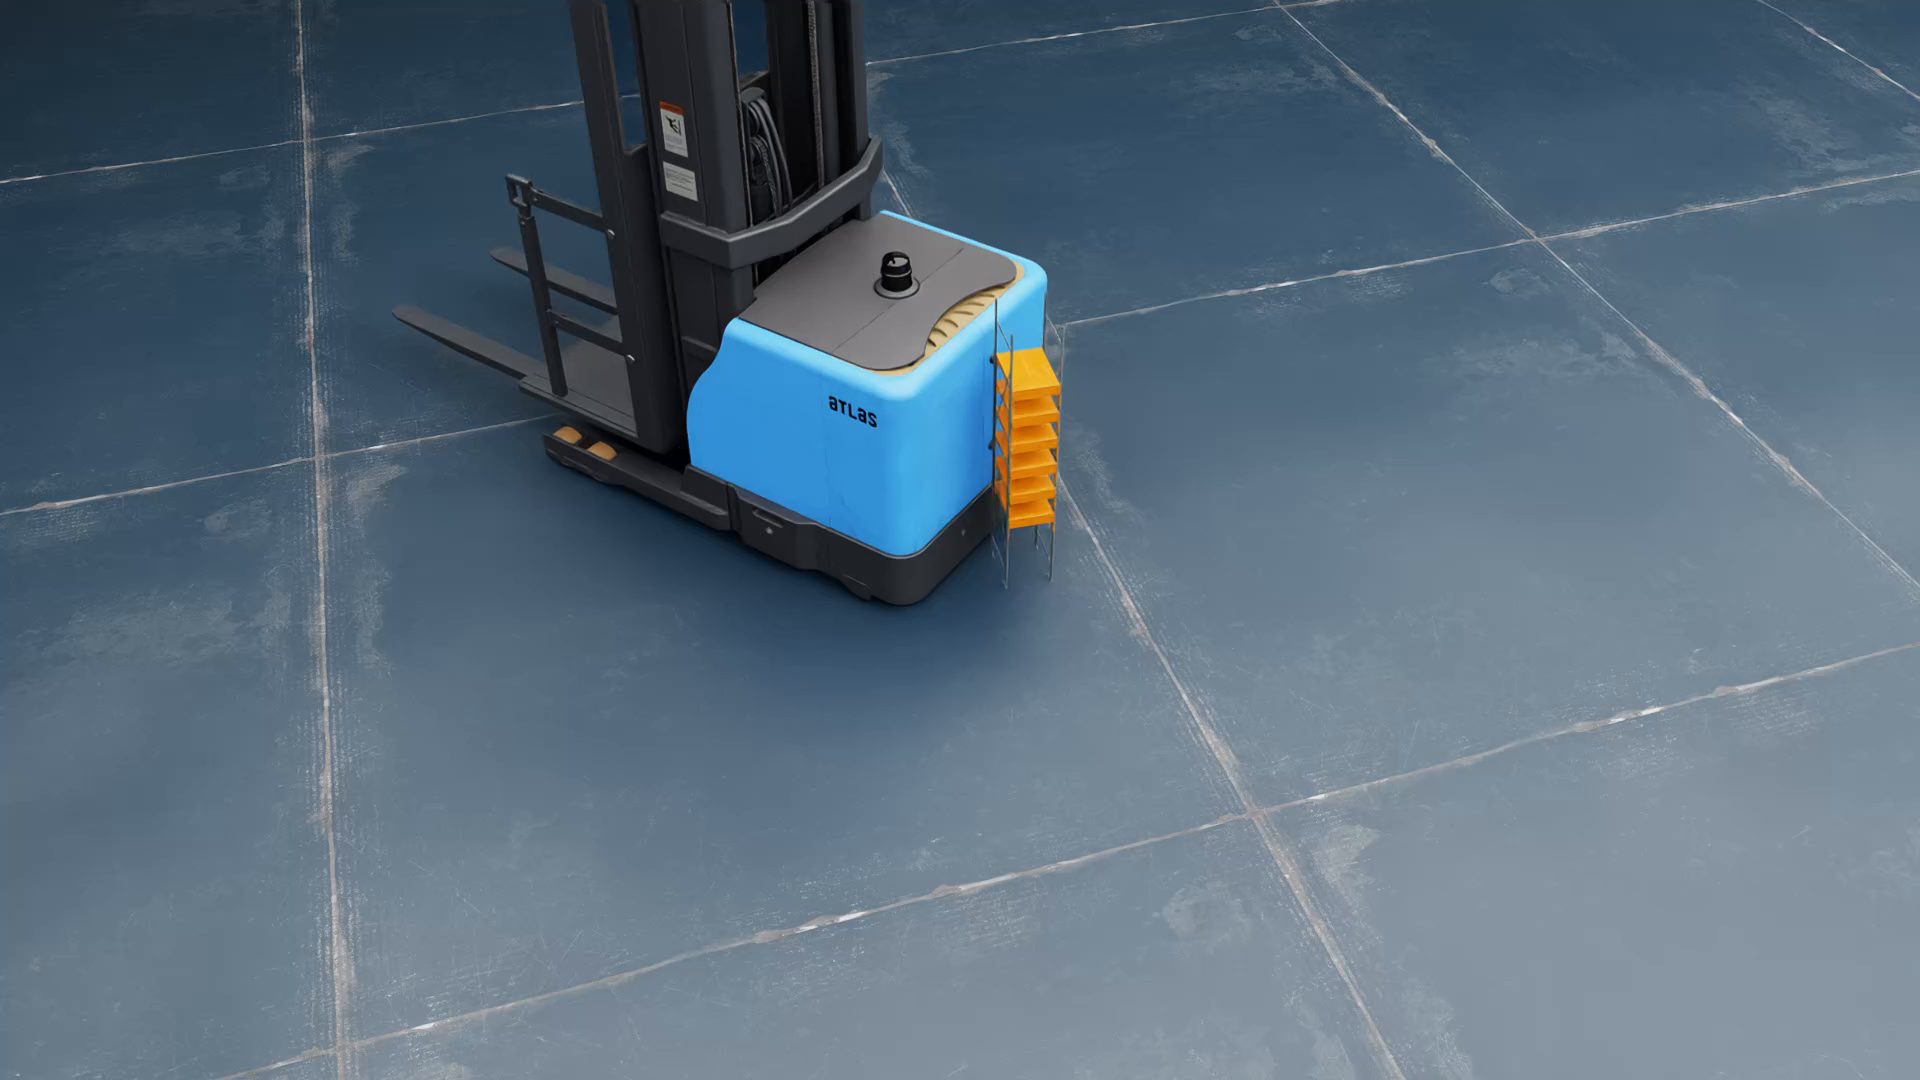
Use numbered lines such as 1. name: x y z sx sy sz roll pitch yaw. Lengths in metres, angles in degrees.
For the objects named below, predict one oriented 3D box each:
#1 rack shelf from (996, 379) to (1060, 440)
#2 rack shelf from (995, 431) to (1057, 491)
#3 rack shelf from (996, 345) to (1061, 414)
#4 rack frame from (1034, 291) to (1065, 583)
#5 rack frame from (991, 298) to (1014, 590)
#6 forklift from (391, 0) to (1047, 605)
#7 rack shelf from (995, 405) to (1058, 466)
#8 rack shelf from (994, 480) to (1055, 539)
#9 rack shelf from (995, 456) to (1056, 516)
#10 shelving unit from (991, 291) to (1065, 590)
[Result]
1. rack shelf: 0.243 -0.494 6.106 0.180 0.103 0.258 -9 42 -10
2. rack shelf: 0.243 -0.313 6.264 0.180 0.103 0.258 -9 42 -10
3. rack shelf: 0.243 -0.584 6.027 0.180 0.103 0.258 -9 42 -10
4. rack frame: 0.332 -0.361 6.251 0.006 1.200 0.240 -9 42 -10
5. rack frame: 0.154 -0.332 6.218 0.006 1.200 0.240 -9 42 -10
6. forklift: -1.162 -1.614 6.369 3.031 2.935 1.130 24 46 25
7. rack shelf: 0.243 -0.403 6.185 0.180 0.103 0.258 -9 42 -10
8. rack shelf: 0.243 -0.132 6.422 0.180 0.103 0.258 -9 42 -10
9. rack shelf: 0.243 -0.223 6.343 0.180 0.103 0.258 -9 42 -10
10. shelving unit: 0.243 -0.346 6.235 0.189 1.200 0.258 -9 42 -10
